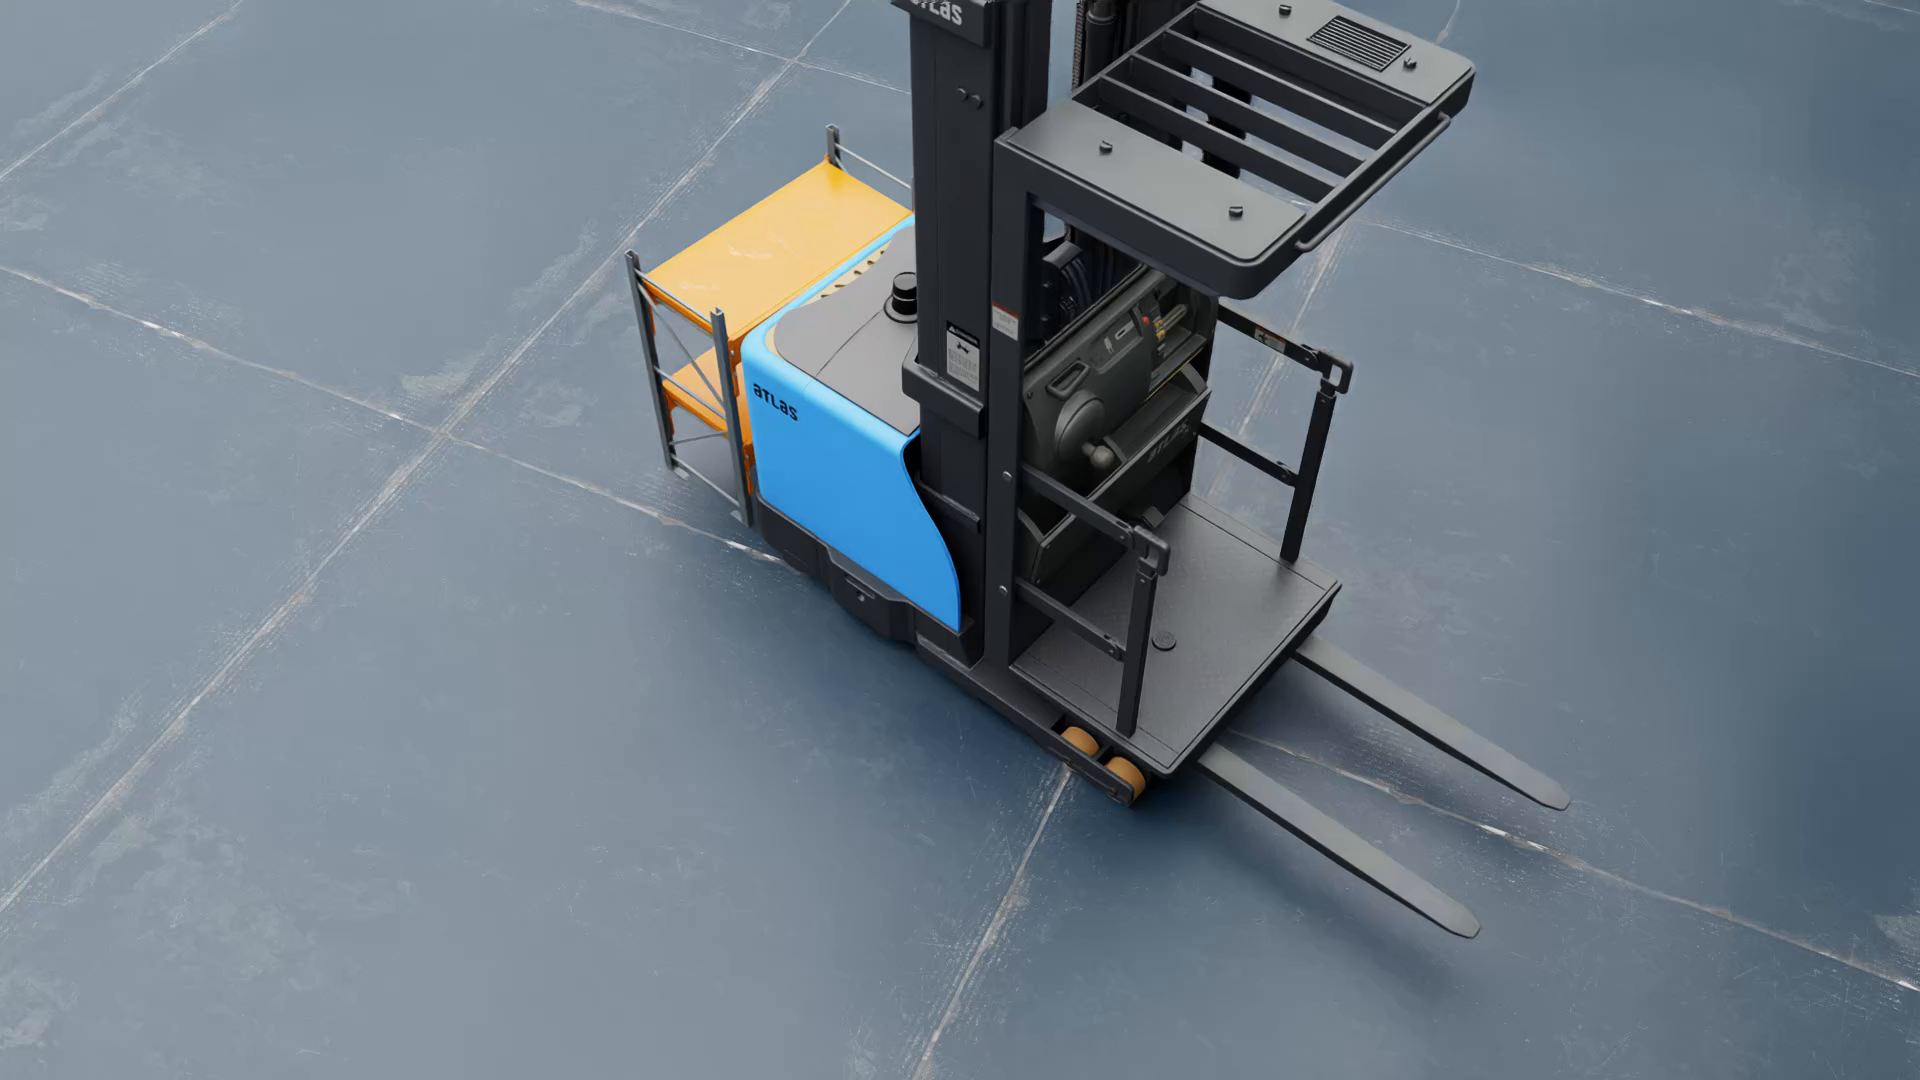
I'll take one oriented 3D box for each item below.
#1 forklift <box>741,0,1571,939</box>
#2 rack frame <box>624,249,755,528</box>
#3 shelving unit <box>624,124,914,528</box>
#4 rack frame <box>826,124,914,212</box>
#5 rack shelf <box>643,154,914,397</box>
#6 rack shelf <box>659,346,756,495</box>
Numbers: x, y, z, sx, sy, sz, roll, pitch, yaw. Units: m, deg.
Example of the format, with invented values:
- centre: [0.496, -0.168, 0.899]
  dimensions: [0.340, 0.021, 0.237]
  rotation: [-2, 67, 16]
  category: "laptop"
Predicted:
- centre: [0.670, -0.495, 5.062]
  dimensions: [3.031, 2.935, 1.130]
  rotation: [33, 57, 25]
  category: "forklift"
- centre: [-1.012, -0.547, 6.292]
  dimensions: [0.500, 1.125, 0.032]
  rotation: [35, 58, 26]
  category: "rack frame"
- centre: [-0.670, -0.833, 6.535]
  dimensions: [0.538, 1.125, 1.048]
  rotation: [35, 58, 26]
  category: "shelving unit"
- centre: [-0.327, -1.119, 6.779]
  dimensions: [0.500, 1.125, 0.032]
  rotation: [35, 58, 26]
  category: "rack frame"
- centre: [-0.670, -1.023, 6.313]
  dimensions: [0.538, 0.278, 1.000]
  rotation: [35, 58, 26]
  category: "rack shelf"
- centre: [-0.670, -0.675, 6.722]
  dimensions: [0.538, 0.278, 1.000]
  rotation: [35, 58, 26]
  category: "rack shelf"
